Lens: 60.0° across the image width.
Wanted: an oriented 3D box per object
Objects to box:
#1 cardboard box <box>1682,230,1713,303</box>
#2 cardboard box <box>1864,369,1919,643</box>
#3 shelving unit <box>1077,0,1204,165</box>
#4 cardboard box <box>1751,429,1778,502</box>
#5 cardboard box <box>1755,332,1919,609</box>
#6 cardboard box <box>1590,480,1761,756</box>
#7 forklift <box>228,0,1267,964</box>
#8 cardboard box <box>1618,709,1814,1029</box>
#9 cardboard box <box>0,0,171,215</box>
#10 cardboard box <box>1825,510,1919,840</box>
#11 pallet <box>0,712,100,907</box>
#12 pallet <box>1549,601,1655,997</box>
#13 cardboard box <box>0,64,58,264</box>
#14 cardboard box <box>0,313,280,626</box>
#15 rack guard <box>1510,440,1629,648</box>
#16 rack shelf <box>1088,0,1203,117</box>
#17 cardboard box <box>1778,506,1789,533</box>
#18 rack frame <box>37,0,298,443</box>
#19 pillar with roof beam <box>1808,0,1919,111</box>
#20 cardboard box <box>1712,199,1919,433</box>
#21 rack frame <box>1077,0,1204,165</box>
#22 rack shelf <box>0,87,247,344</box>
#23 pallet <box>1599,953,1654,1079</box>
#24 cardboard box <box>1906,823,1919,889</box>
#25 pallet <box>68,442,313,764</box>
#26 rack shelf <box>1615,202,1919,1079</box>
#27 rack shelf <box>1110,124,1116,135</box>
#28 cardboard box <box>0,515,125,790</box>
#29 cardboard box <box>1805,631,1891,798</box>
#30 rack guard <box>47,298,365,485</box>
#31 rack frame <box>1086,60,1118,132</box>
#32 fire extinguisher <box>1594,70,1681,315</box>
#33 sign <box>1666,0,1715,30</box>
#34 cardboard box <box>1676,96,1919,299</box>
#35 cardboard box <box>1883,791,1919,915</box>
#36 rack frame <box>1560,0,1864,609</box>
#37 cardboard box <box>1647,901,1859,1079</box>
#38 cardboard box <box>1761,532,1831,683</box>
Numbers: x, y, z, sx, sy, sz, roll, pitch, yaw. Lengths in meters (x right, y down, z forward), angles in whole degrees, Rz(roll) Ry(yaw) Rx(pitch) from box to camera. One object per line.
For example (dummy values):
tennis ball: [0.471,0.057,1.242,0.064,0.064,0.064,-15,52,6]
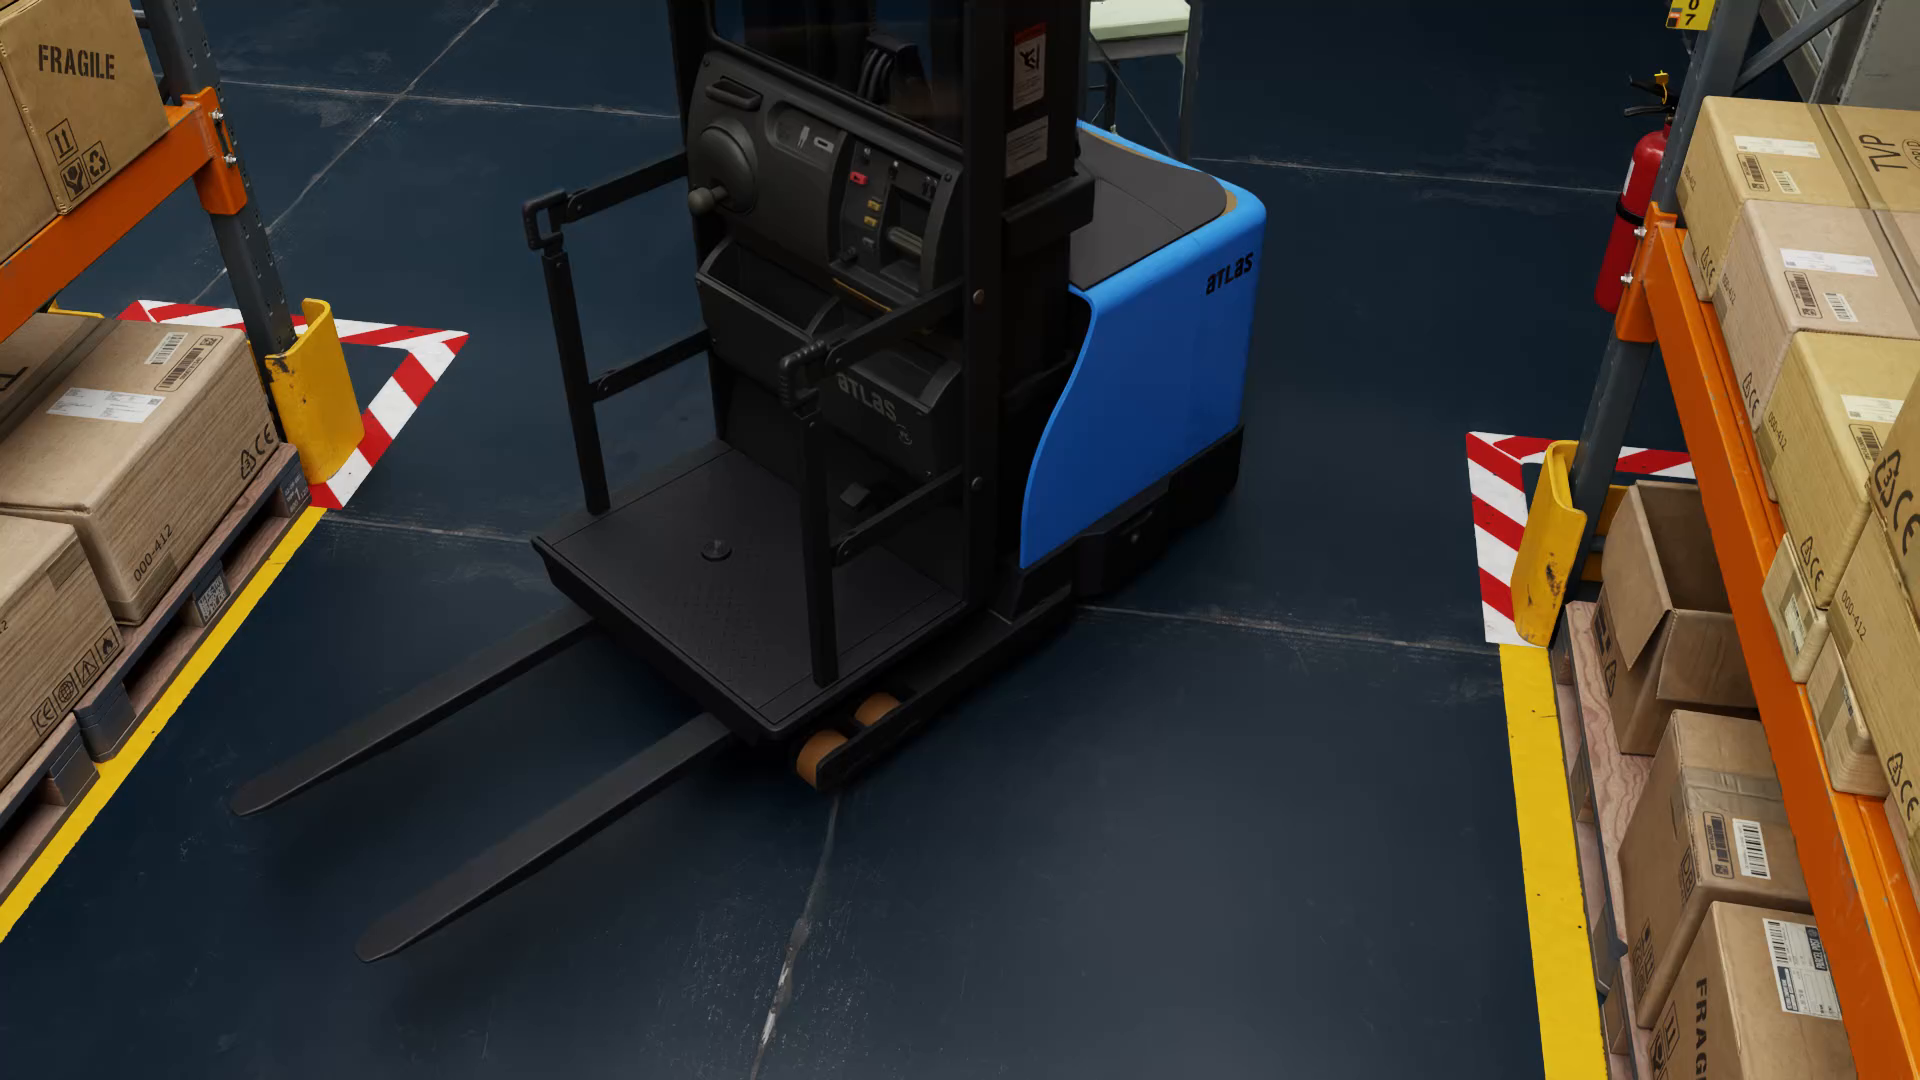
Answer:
cardboard box: [1.929,-0.669,3.902,0.380,0.149,0.250,6,40,7]
cardboard box: [1.653,-0.091,2.302,0.500,0.500,0.500,7,40,9]
shelving unit: [0.464,-1.394,5.759,0.431,1.500,0.755,-9,40,-11]
cardboard box: [1.815,-0.184,3.315,0.380,0.149,0.250,8,40,9]
cardboard box: [1.741,-0.109,2.912,0.500,0.250,0.500,6,40,7]
cardboard box: [2.057,0.232,4.245,0.797,0.503,0.637,5,40,6]
forklift: [-0.503,-0.834,3.959,3.031,2.935,1.130,-32,49,-33]
cardboard box: [1.871,0.765,3.603,0.700,0.500,0.500,8,40,9]
cardboard box: [-2.456,-1.194,4.261,0.500,0.500,0.500,7,40,8]
cardboard box: [1.673,0.214,2.521,0.500,0.250,0.500,5,40,7]
pallet: [-2.908,0.862,4.042,1.003,0.211,1.213,6,40,8]
pallet: [2.106,0.681,4.261,1.003,0.211,1.213,6,40,8]
cardboard box: [-2.558,-0.880,3.882,0.500,0.500,0.500,6,40,7]
cardboard box: [-2.649,-0.236,4.863,0.875,0.438,0.875,5,40,6]
rack guard: [2.243,0.069,4.774,1.175,0.500,0.348,6,40,8]
rack shelf: [0.464,-1.695,5.510,0.431,0.370,0.720,-9,40,-11]
cardboard box: [1.775,-0.016,3.113,0.380,0.149,0.250,7,40,8]
rack frame: [-2.633,-1.487,4.694,1.000,3.000,0.127,6,40,8]
pillar with roof beam: [-0.629,-5.322,4.624,9.100,9.000,0.400,6,40,8]
cardboard box: [1.825,-0.427,3.297,0.500,0.250,0.500,7,40,8]
rack frame: [0.555,-1.168,5.486,0.400,1.500,0.023,-9,40,-11]
rack shelf: [-2.979,0.045,3.406,1.077,0.370,4.000,6,40,8]
pallet: [1.893,1.444,3.338,1.003,0.211,1.213,6,40,8]
cardboard box: [1.583,0.537,2.130,0.500,0.250,0.500,6,40,7]
pallet: [-2.694,0.098,4.966,1.003,0.211,1.213,6,40,8]
rack shelf: [1.910,0.590,2.746,1.077,0.370,4.000,6,40,8]
rack shelf: [0.464,-1.143,5.967,0.431,0.370,0.720,-9,40,-11]
cardboard box: [-2.799,0.339,4.167,0.875,0.438,0.875,7,40,9]
cardboard box: [1.632,0.301,2.729,0.380,0.149,0.250,7,40,9]
rack guard: [-2.629,-0.539,5.509,1.175,0.500,0.348,6,40,8]
rack frame: [0.373,-1.620,6.032,0.400,1.500,0.023,-9,40,-11]
fire extinguisher: [1.827,-0.912,4.352,0.296,0.674,0.183,6,40,8]
sign: [1.722,-1.335,3.832,0.100,0.325,0.005,6,40,8]
cardboard box: [1.912,-0.744,3.680,0.500,0.250,0.500,7,40,8]
cardboard box: [1.655,0.471,2.524,0.380,0.149,0.250,6,40,8]
rack frame: [2.256,-0.942,4.035,1.000,3.000,0.127,6,40,8]
cardboard box: [1.681,1.086,3.215,0.500,0.500,0.500,7,40,8]
cardboard box: [1.657,0.134,2.931,0.380,0.149,0.250,5,40,6]
